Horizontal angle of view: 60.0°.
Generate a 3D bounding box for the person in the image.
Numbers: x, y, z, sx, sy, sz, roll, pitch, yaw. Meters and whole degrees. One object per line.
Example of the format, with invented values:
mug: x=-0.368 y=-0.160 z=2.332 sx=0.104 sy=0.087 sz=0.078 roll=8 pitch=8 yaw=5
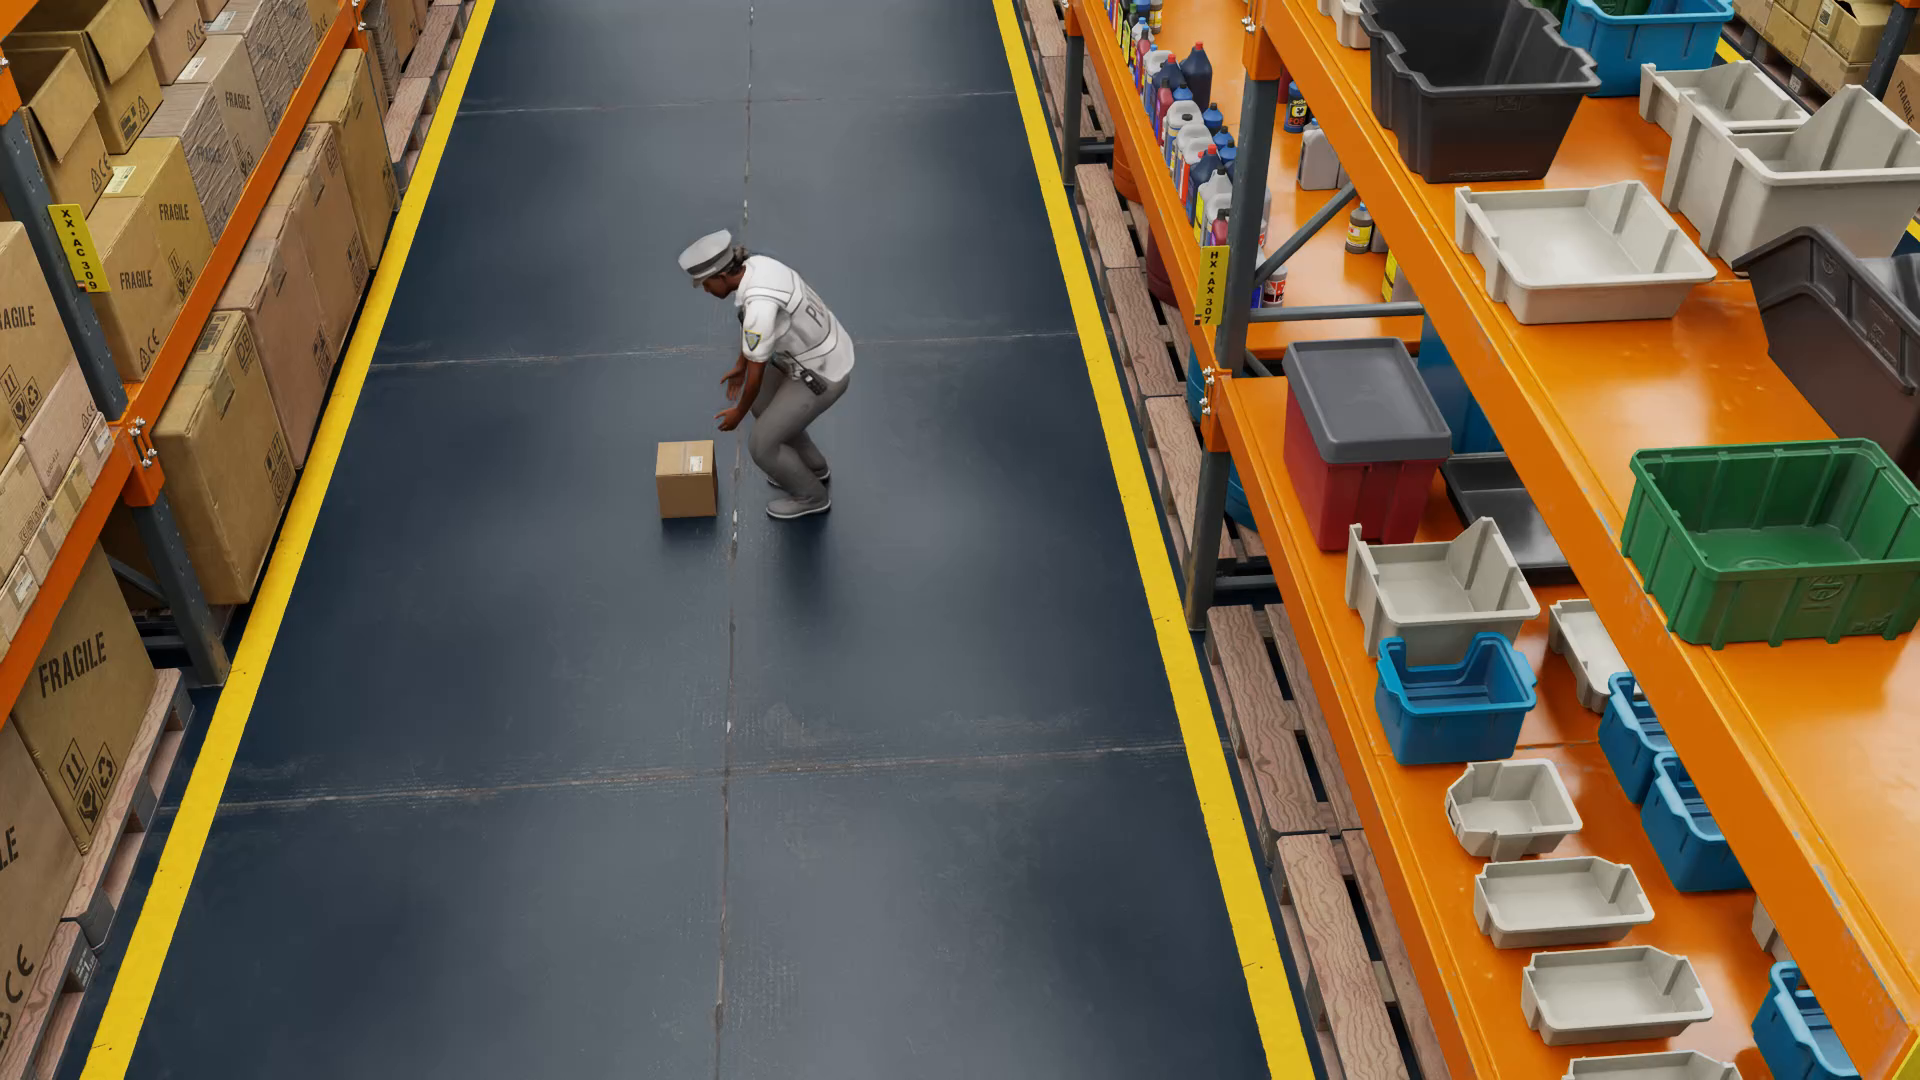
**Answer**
person: x=-0.810 y=-0.713 z=7.251 sx=0.708 sy=1.387 sz=0.496 roll=-3 pitch=39 yaw=-4
